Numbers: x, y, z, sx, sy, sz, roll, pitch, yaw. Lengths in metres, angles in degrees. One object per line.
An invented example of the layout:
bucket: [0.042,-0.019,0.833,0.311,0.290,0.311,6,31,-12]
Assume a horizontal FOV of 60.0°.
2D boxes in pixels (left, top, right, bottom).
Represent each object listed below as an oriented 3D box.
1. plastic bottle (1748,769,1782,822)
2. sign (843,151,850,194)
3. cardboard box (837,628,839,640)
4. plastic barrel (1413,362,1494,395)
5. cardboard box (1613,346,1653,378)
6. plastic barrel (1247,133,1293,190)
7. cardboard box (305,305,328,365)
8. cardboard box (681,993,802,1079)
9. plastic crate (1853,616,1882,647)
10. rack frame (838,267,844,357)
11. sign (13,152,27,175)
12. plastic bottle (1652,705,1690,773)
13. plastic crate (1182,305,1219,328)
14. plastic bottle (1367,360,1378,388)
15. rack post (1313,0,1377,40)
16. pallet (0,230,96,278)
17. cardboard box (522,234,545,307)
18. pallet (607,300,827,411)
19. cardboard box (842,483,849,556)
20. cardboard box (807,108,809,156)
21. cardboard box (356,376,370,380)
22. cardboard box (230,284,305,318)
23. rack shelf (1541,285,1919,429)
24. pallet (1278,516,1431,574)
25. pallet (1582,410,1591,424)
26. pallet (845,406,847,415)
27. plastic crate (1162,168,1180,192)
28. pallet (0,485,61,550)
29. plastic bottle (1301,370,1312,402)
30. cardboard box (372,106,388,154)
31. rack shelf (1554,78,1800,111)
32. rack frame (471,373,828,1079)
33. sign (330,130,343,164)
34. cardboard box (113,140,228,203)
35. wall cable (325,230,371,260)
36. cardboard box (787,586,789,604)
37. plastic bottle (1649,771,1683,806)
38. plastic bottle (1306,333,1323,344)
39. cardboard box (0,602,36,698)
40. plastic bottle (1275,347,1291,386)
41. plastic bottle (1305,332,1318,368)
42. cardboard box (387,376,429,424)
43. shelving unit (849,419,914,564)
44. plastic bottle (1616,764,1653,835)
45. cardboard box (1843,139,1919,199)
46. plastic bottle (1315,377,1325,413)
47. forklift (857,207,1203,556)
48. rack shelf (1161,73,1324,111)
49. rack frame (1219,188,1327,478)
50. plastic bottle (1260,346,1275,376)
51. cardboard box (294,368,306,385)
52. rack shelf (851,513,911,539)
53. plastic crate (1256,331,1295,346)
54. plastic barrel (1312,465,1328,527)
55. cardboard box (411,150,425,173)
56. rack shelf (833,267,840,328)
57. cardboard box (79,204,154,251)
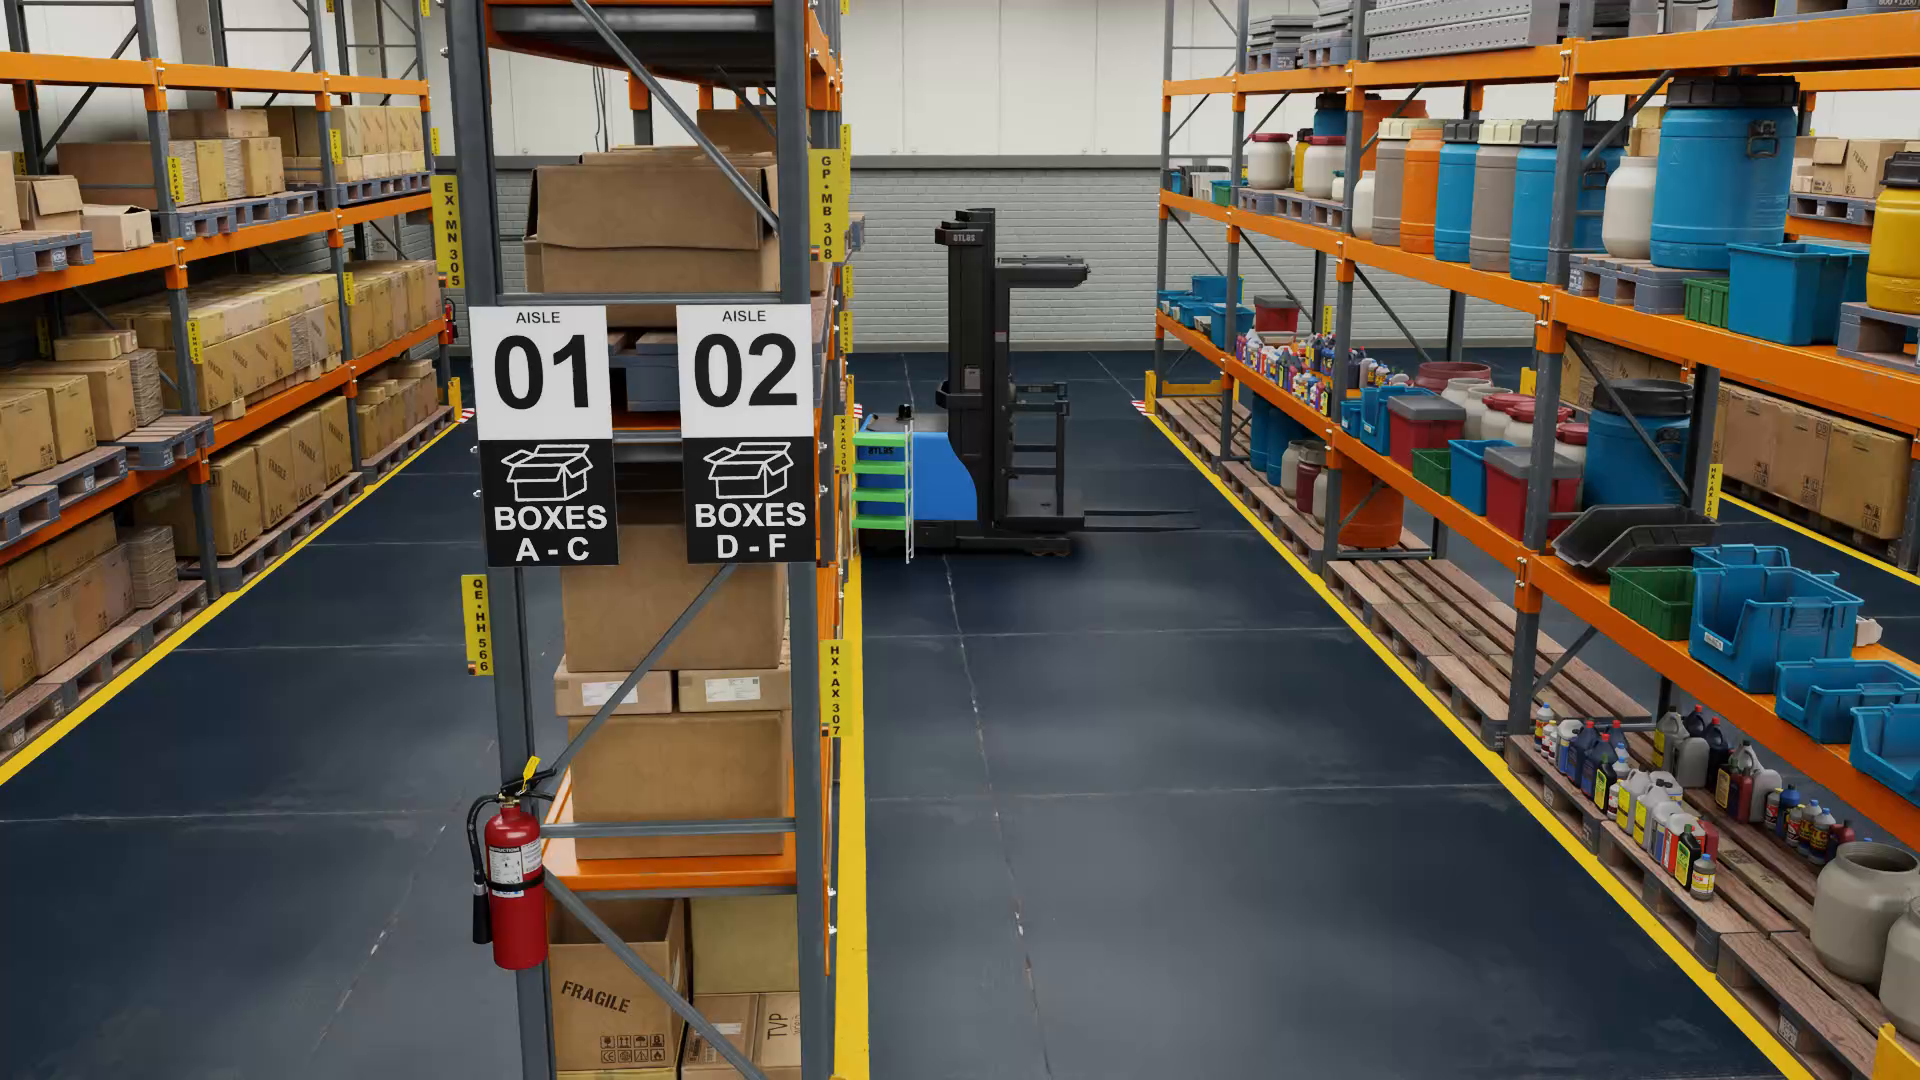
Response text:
plastic bottle: [4.115,1.296,8.551,0.152,0.276,0.135,-1,14,-2]
sign: [-0.888,-2.801,12.677,0.100,0.325,0.005,-1,14,-3]
cardboard box: [-0.972,0.692,9.868,0.500,0.311,0.500,-1,14,-3]
plastic barrel: [3.833,-1.084,12.946,0.600,0.536,0.708,-1,14,-3]
cardboard box: [8.180,-1.764,19.282,0.875,0.875,0.875,-1,14,-3]
plastic barrel: [3.036,-3.711,16.293,0.433,0.535,0.433,0,14,0]
cardboard box: [-6.313,-1.935,15.690,0.500,0.500,0.500,-1,14,-3]
cardboard box: [-0.758,1.928,6.189,0.500,0.250,0.500,-1,14,-3]
plastic crate: [4.103,0.394,8.005,0.530,0.136,0.437,-1,14,-3]
rack frame: [-1.691,-2.048,16.966,1.000,3.000,0.127,-1,14,-3]
sign: [-6.941,-2.711,12.325,0.100,0.325,0.005,-1,14,-3]
plastic bottle: [3.933,1.094,9.188,0.144,0.351,0.185,-1,14,-3]
plastic crate: [2.793,-2.598,19.318,0.416,0.233,0.300,-1,14,-3]
plastic bottle: [3.746,-1.495,15.077,0.097,0.271,0.097,0,14,0]
rack post: [3.416,-4.177,13.353,0.954,0.300,0.937,-1,14,-3]
pallet: [-6.138,-1.756,10.188,1.213,0.211,1.003,-1,14,-3]
cardboard box: [-1.282,-0.997,6.039,0.500,0.250,0.500,-1,14,-3]
pallet: [-0.965,-0.650,5.689,1.003,0.211,1.213,-1,14,-3]
cardboard box: [-1.186,-0.173,13.813,0.500,0.500,0.500,0,14,-1]
cardboard box: [-1.527,-3.401,13.997,0.500,0.500,0.500,-1,14,-3]
cardboard box: [-6.851,-1.749,18.678,0.380,0.149,0.250,-1,14,-4]
cardboard box: [-6.297,-2.169,15.096,0.500,0.250,0.500,-1,14,-2]
rack shelf: [3.873,-0.741,7.310,1.077,0.370,4.000,-1,14,-3]
pallet: [3.411,0.026,14.500,1.003,0.211,1.213,-1,14,-3]
pallet: [8.149,-1.344,19.826,1.003,0.211,1.213,-1,14,-3]
pallet: [-1.883,-1.475,20.336,1.003,0.211,1.213,-1,14,-3]
plastic crate: [2.751,-4.408,20.380,0.497,0.269,0.590,-1,14,-3]
pallet: [-6.041,-0.080,9.704,1.003,0.211,1.213,-1,14,-3]
plastic bottle: [3.023,-1.344,14.487,0.097,0.271,0.097,0,14,0]
cardboard box: [-6.473,-4.398,17.831,0.500,0.500,0.500,-1,14,-3]
rack shelf: [8.073,-5.061,18.882,1.077,0.370,4.000,-1,14,-3]
rack frame: [-0.947,0.936,5.367,1.000,3.000,0.127,-1,14,-3]
sign: [-6.093,-3.837,16.230,0.100,0.325,0.005,-1,14,-3]
cardboard box: [-6.581,-3.078,13.868,0.700,0.500,0.500,0,14,-1]
wall cable: [-7.906,-3.761,21.586,0.084,1.984,1.851,-1,14,-3]
cardboard box: [-0.803,0.283,6.406,0.380,0.149,0.250,-1,14,-4]
plastic bottle: [3.569,1.323,8.446,0.152,0.276,0.135,-1,14,-3]
plastic bottle: [3.601,-1.970,16.914,0.152,0.276,0.135,-1,14,-3]
cardboard box: [-6.283,0.706,10.396,0.700,0.500,0.500,-1,14,-5]
plastic bottle: [2.992,-1.602,15.334,0.144,0.351,0.185,-1,14,-3]
plastic bottle: [3.493,-1.874,16.388,0.144,0.351,0.185,-1,14,-3]
cardboard box: [-6.708,-1.661,19.636,0.700,0.500,0.500,-1,14,-4]
shelving unit: [-0.672,-0.419,14.245,0.503,1.200,0.258,2,15,9]
plastic bottle: [3.423,1.296,8.404,0.144,0.351,0.185,-1,14,-4]
cardboard box: [8.194,-3.274,14.666,0.500,0.500,0.500,0,14,0]
plastic bottle: [3.036,-1.224,13.996,0.061,0.283,0.133,-1,14,-3]
forklift: [0.625,-1.412,14.633,3.031,2.935,1.130,1,14,3]
rack shelf: [3.130,-4.984,18.585,1.077,0.370,4.000,-1,14,-3]
rack frame: [3.254,-2.123,17.260,1.000,3.000,0.127,-1,14,-3]
plastic bottle: [2.959,-1.712,15.910,0.152,0.276,0.135,-1,14,-3]
cardboard box: [-6.297,-1.525,15.397,0.380,0.149,0.250,-1,14,-3]
rack shelf: [-0.673,-0.124,14.321,0.480,0.148,0.258,2,15,9]
plastic crate: [3.367,-2.143,17.743,0.396,0.136,0.243,-1,14,-3]
plastic barrel: [3.330,-0.388,14.663,0.421,0.512,0.421,0,14,0]
cardboard box: [-6.572,-4.419,19.420,0.500,0.250,0.500,0,14,-2]
rack shelf: [-1.319,-1.660,10.882,1.077,0.370,4.000,-1,14,-3]
cardboard box: [-6.073,-2.220,11.754,0.500,0.311,0.500,-1,14,-3]
